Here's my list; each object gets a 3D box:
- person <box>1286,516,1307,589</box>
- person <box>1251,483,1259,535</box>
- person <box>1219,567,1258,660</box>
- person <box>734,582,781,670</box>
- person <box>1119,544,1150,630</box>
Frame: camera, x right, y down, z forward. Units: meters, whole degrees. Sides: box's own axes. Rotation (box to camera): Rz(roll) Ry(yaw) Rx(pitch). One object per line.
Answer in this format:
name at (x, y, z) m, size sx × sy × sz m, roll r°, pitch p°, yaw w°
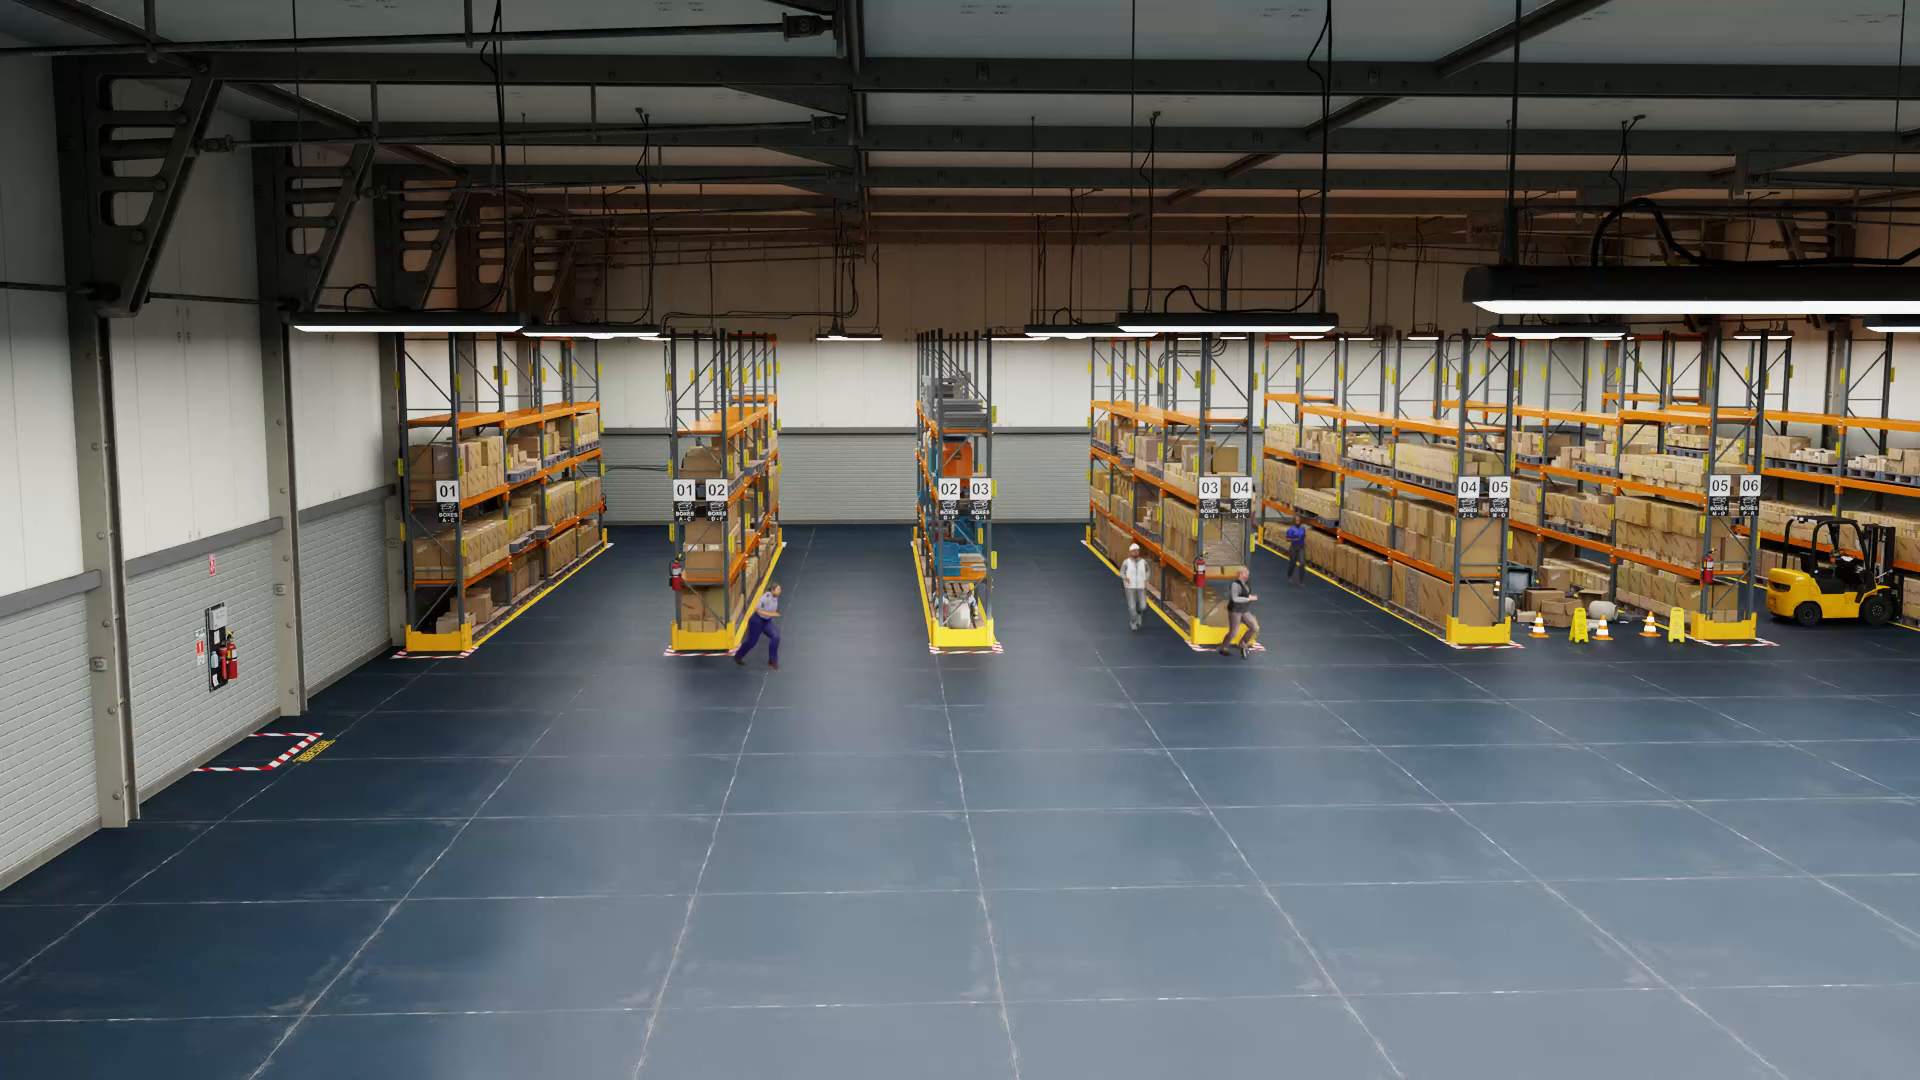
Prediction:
person at (7.953, 0.260, 39.289) m, size 0.576 × 1.679 × 0.890 m, roll -1°, pitch 7°, yaw -8°
person at (8.615, -0.853, 49.122) m, size 0.818 × 1.667 × 0.629 m, roll 0°, pitch 7°, yaw -3°
person at (5.063, 1.324, 30.145) m, size 0.807 × 1.711 × 0.682 m, roll 5°, pitch 9°, yaw 38°
person at (-3.566, 1.528, 29.395) m, size 0.956 × 1.597 × 0.646 m, roll 3°, pitch 7°, yaw 22°
person at (3.519, 0.942, 33.314) m, size 0.654 × 1.723 × 0.597 m, roll 0°, pitch 7°, yaw -4°
